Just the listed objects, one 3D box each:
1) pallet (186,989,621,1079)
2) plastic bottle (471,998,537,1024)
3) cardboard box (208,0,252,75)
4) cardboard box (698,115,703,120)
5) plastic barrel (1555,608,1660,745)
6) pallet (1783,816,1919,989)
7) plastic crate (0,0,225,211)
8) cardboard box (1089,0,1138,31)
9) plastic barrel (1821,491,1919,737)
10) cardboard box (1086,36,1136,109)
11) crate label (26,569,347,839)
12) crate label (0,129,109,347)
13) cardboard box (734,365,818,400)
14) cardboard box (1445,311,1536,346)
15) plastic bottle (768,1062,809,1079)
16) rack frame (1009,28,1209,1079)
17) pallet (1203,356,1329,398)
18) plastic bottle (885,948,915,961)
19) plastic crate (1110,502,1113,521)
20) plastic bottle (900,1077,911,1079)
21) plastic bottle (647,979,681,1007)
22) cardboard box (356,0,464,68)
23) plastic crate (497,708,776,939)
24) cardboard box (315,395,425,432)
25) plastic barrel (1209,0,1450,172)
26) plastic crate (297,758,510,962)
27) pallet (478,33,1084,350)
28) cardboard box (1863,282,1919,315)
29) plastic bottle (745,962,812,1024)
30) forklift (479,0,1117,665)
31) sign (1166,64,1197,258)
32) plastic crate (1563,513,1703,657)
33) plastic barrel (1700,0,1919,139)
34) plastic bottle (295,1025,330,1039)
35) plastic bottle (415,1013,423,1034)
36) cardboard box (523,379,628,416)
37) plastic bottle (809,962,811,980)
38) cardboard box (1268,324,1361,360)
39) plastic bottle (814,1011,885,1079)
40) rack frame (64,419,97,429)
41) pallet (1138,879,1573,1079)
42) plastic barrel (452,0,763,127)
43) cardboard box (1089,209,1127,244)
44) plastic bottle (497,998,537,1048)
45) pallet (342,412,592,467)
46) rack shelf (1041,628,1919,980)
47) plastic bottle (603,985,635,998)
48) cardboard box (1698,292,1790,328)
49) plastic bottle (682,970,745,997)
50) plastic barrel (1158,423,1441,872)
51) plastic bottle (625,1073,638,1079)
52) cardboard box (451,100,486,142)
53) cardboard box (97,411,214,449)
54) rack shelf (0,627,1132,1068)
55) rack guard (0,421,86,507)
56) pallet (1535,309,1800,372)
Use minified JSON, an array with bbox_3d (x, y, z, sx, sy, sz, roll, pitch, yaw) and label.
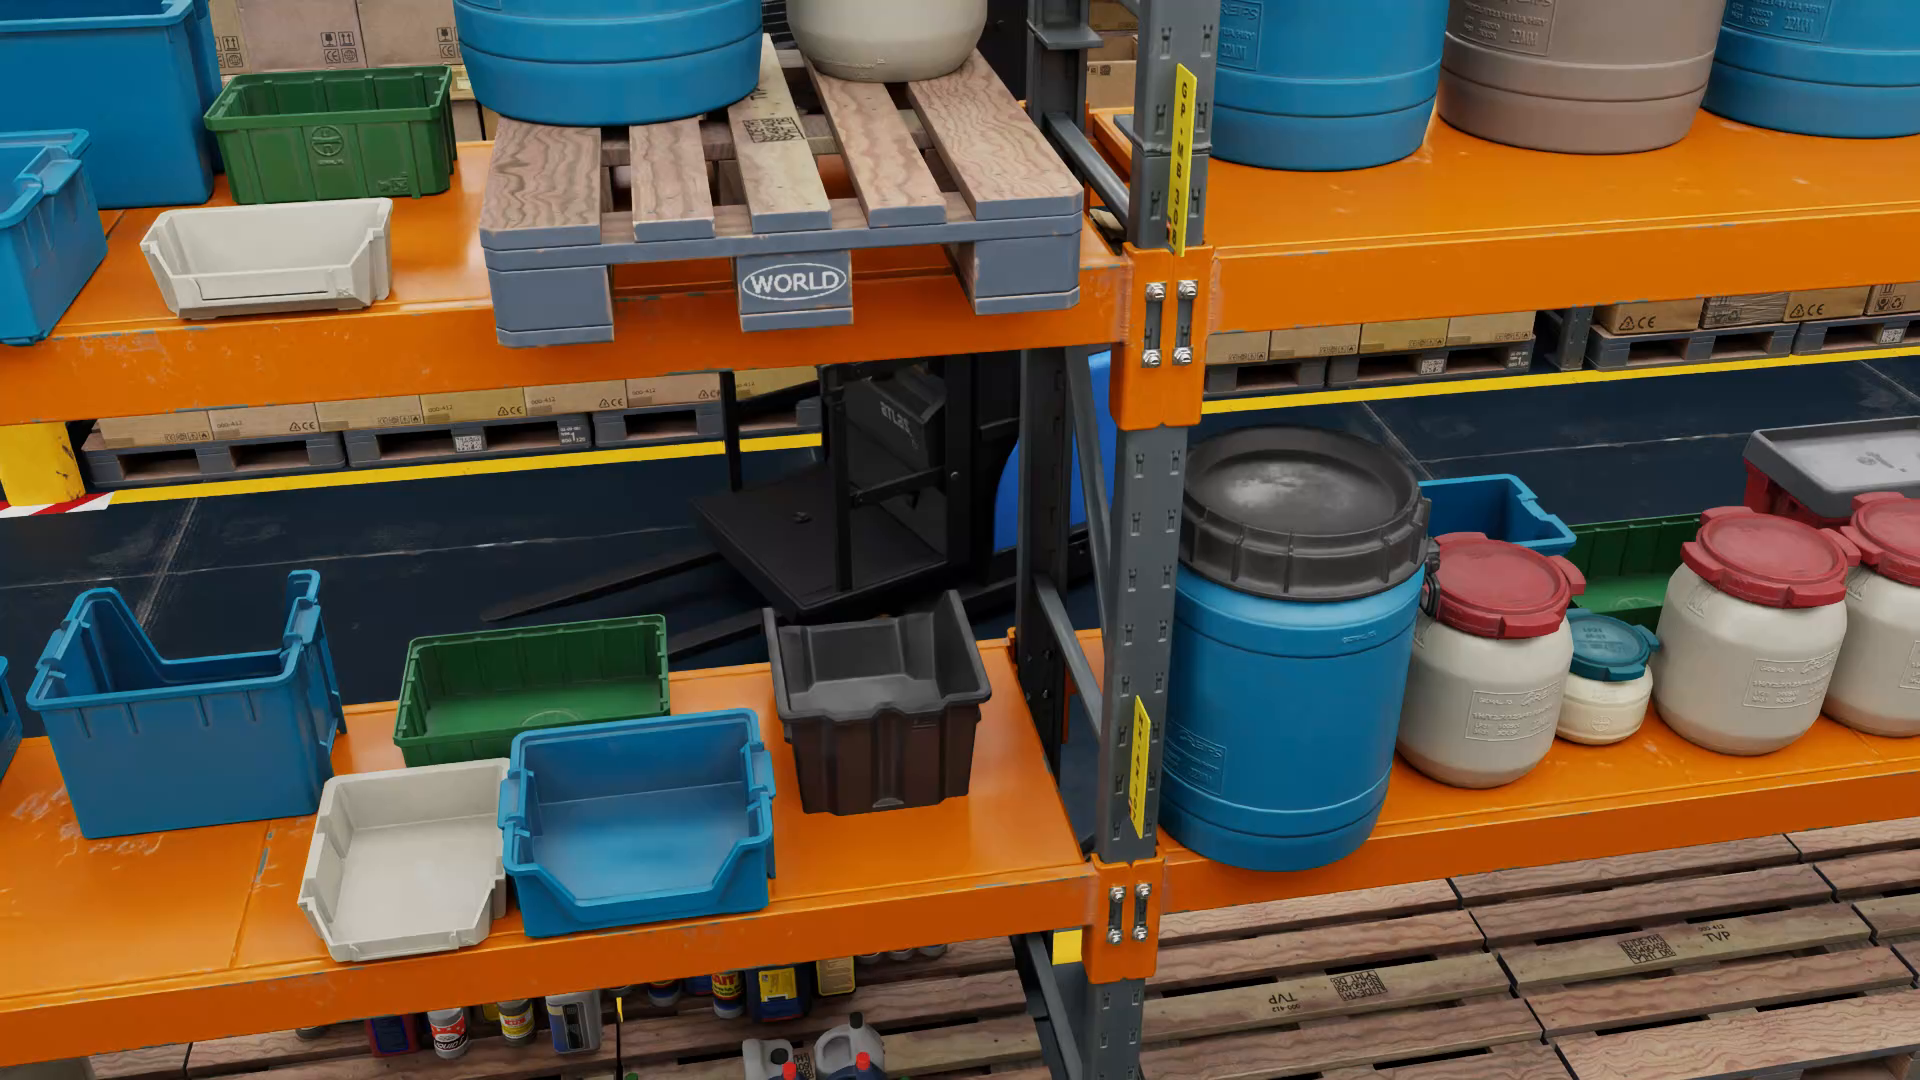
[{"bbox_3d":[-1.565,1.702,4.647,1.213,0.211,1.003,-5,31,-9],"label":"pallet"},{"bbox_3d":[-1.349,1.238,4.864,0.185,0.351,0.144,-4,31,-7],"label":"plastic bottle"},{"bbox_3d":[-3.487,-2.453,7.583,0.500,0.500,0.700,-6,31,-10],"label":"cardboard box"},{"bbox_3d":[-1.535,-2.072,8.215,0.500,0.500,0.700,-6,31,-9],"label":"cardboard box"},{"bbox_3d":[1.636,0.362,4.312,0.301,0.262,0.301,0,30,0],"label":"plastic barrel"},{"bbox_3d":[3.472,1.235,5.442,1.213,0.211,1.003,-5,31,-9],"label":"pallet"},{"bbox_3d":[-1.807,-0.899,3.376,0.575,0.384,0.392,-5,31,-9],"label":"plastic crate"},{"bbox_3d":[1.185,-4.281,13.364,0.500,0.250,0.500,-5,31,-8],"label":"cardboard box"},{"bbox_3d":[2.434,0.203,4.311,0.433,0.535,0.433,0,30,0],"label":"plastic barrel"},{"bbox_3d":[0.694,-2.277,8.564,0.500,0.500,0.500,-3,31,-5],"label":"cardboard box"},{"bbox_3d":[-1.867,0.393,4.087,0.616,0.435,0.502,-5,31,-9],"label":"crate label"},{"bbox_3d":[-1.728,-0.524,2.869,0.408,0.251,0.502,-5,31,-9],"label":"crate label"},{"bbox_3d":[-0.999,-0.968,8.736,0.500,0.250,0.500,-5,31,-9],"label":"cardboard box"},{"bbox_3d":[2.879,-1.315,9.325,0.500,0.250,0.500,-5,31,-8],"label":"cardboard box"},{"bbox_3d":[-0.464,1.519,4.388,0.185,0.351,0.144,-7,31,-11],"label":"plastic bottle"},{"bbox_3d":[0.306,0.346,4.202,0.127,3.000,1.000,-5,31,-9],"label":"rack frame"},{"bbox_3d":[1.338,-1.122,9.449,1.213,0.211,1.003,-5,31,-9],"label":"pallet"},{"bbox_3d":[-0.186,1.183,5.106,0.097,0.201,0.097,0,30,0],"label":"plastic bottle"},{"bbox_3d":[0.727,0.122,4.520,0.583,0.464,0.402,-5,31,-9],"label":"plastic crate"},{"bbox_3d":[-0.108,1.536,4.424,0.133,0.283,0.061,-4,31,-6],"label":"plastic bottle"},{"bbox_3d":[-0.886,1.249,4.924,0.097,0.271,0.097,0,30,0],"label":"plastic bottle"},{"bbox_3d":[-2.499,-2.545,7.740,0.500,0.500,0.700,-5,31,-9],"label":"cardboard box"},{"bbox_3d":[-0.734,0.647,3.837,0.616,0.251,0.499,-5,31,-9],"label":"plastic crate"},{"bbox_3d":[-2.966,-0.785,8.424,0.500,0.250,0.500,-5,31,-9],"label":"cardboard box"},{"bbox_3d":[0.767,-1.317,3.577,0.708,0.901,0.600,-5,31,-9],"label":"plastic barrel"},{"bbox_3d":[-1.246,0.734,3.802,0.437,0.136,0.530,-5,31,-9],"label":"plastic crate"},{"bbox_3d":[-0.386,-0.751,3.294,1.003,0.211,1.213,-5,31,-9],"label":"pallet"},{"bbox_3d":[5.372,-1.644,9.619,0.500,0.500,0.500,-6,31,-11],"label":"cardboard box"},{"bbox_3d":[-0.537,1.237,4.866,0.185,0.351,0.144,-5,31,-9],"label":"plastic bottle"},{"bbox_3d":[-0.511,-1.038,6.623,3.031,2.935,1.130,-18,35,-28],"label":"forklift"},{"bbox_3d":[0.394,-0.675,2.971,0.005,0.325,0.100,-5,31,-9],"label":"sign"},{"bbox_3d":[1.968,0.138,4.765,0.662,0.188,0.450,-5,31,-9],"label":"plastic crate"},{"bbox_3d":[2.054,-1.437,3.780,0.708,0.901,0.600,-5,31,-9],"label":"plastic barrel"},{"bbox_3d":[-1.901,1.342,4.835,0.097,0.201,0.097,0,30,0],"label":"plastic bottle"},{"bbox_3d":[-1.648,1.300,4.832,0.135,0.276,0.152,-5,31,-9],"label":"plastic bottle"},{"bbox_3d":[-1.982,-0.874,8.576,0.500,0.250,0.500,-5,31,-9],"label":"cardboard box"},{"bbox_3d":[-0.399,1.184,5.029,0.135,0.276,0.152,-4,31,-7],"label":"plastic bottle"},{"bbox_3d":[1.877,-1.222,9.167,0.500,0.250,0.500,-5,31,-8],"label":"cardboard box"},{"bbox_3d":[-0.301,1.429,4.540,0.185,0.351,0.144,-5,31,-9],"label":"plastic bottle"},{"bbox_3d":[-4.517,-1.759,7.781,0.127,3.000,1.000,-5,31,-9],"label":"rack frame"},{"bbox_3d":[1.072,1.457,5.063,1.213,0.211,1.003,-5,31,-9],"label":"pallet"},{"bbox_3d":[-0.692,-1.306,3.144,0.708,0.901,0.600,-5,31,-9],"label":"plastic barrel"},{"bbox_3d":[0.766,-1.636,9.318,0.500,0.311,0.500,-5,31,-9],"label":"cardboard box"},{"bbox_3d":[-1.285,1.359,4.806,0.097,0.201,0.097,0,30,0],"label":"plastic bottle"},{"bbox_3d":[-2.575,-0.757,8.829,1.213,0.211,1.003,-5,31,-9],"label":"pallet"},{"bbox_3d":[2.273,0.474,4.695,4.000,0.370,1.077,-5,31,-9],"label":"rack shelf"},{"bbox_3d":[-1.031,1.261,4.973,0.097,0.201,0.097,0,30,0],"label":"plastic bottle"},{"bbox_3d":[4.365,-1.551,9.460,0.500,0.500,0.500,-6,31,-11],"label":"cardboard box"},{"bbox_3d":[-0.748,1.183,4.959,0.185,0.351,0.144,-7,31,-11],"label":"plastic bottle"},{"bbox_3d":[0.741,0.246,3.878,0.708,0.901,0.600,-5,31,-9],"label":"plastic barrel"},{"bbox_3d":[-0.826,1.528,4.437,0.133,0.283,0.061,-5,31,-9],"label":"plastic bottle"},{"bbox_3d":[-2.533,-1.981,8.060,0.500,0.500,0.700,-4,31,-7],"label":"cardboard box"},{"bbox_3d":[-3.949,-0.692,8.266,0.500,0.250,0.500,-5,31,-9],"label":"cardboard box"},{"bbox_3d":[-1.661,0.839,4.074,4.000,0.370,1.077,-5,31,-9],"label":"rack shelf"},{"bbox_3d":[-4.541,-0.679,8.411,0.348,0.500,1.175,-5,31,-9],"label":"rack guard"},{"bbox_3d":[4.093,-1.336,9.814,1.213,0.211,1.003,-5,31,-9],"label":"pallet"}]
